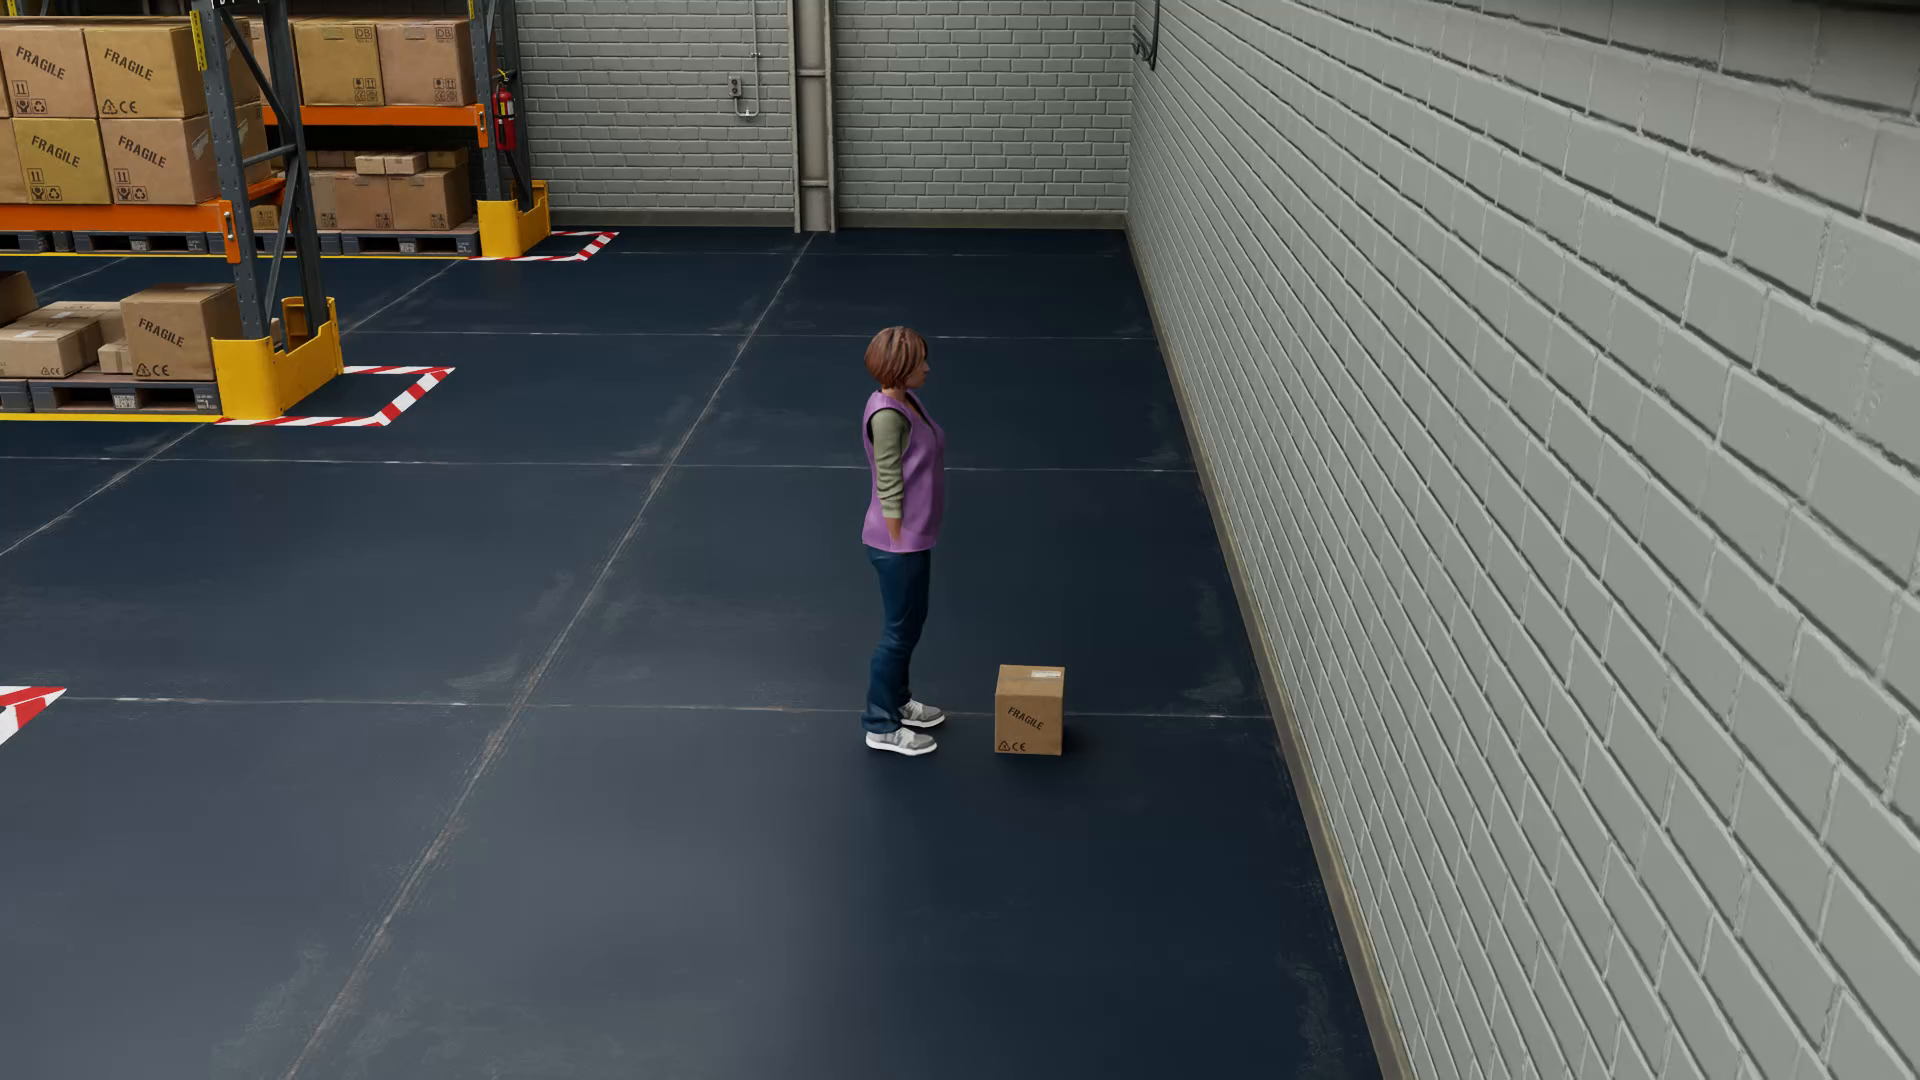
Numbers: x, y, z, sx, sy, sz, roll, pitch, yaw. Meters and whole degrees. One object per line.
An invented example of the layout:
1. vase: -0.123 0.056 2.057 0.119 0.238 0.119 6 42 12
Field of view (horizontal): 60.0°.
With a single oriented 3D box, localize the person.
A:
1. person: -0.210 -0.002 6.108 0.310 1.600 0.405 2 21 6
